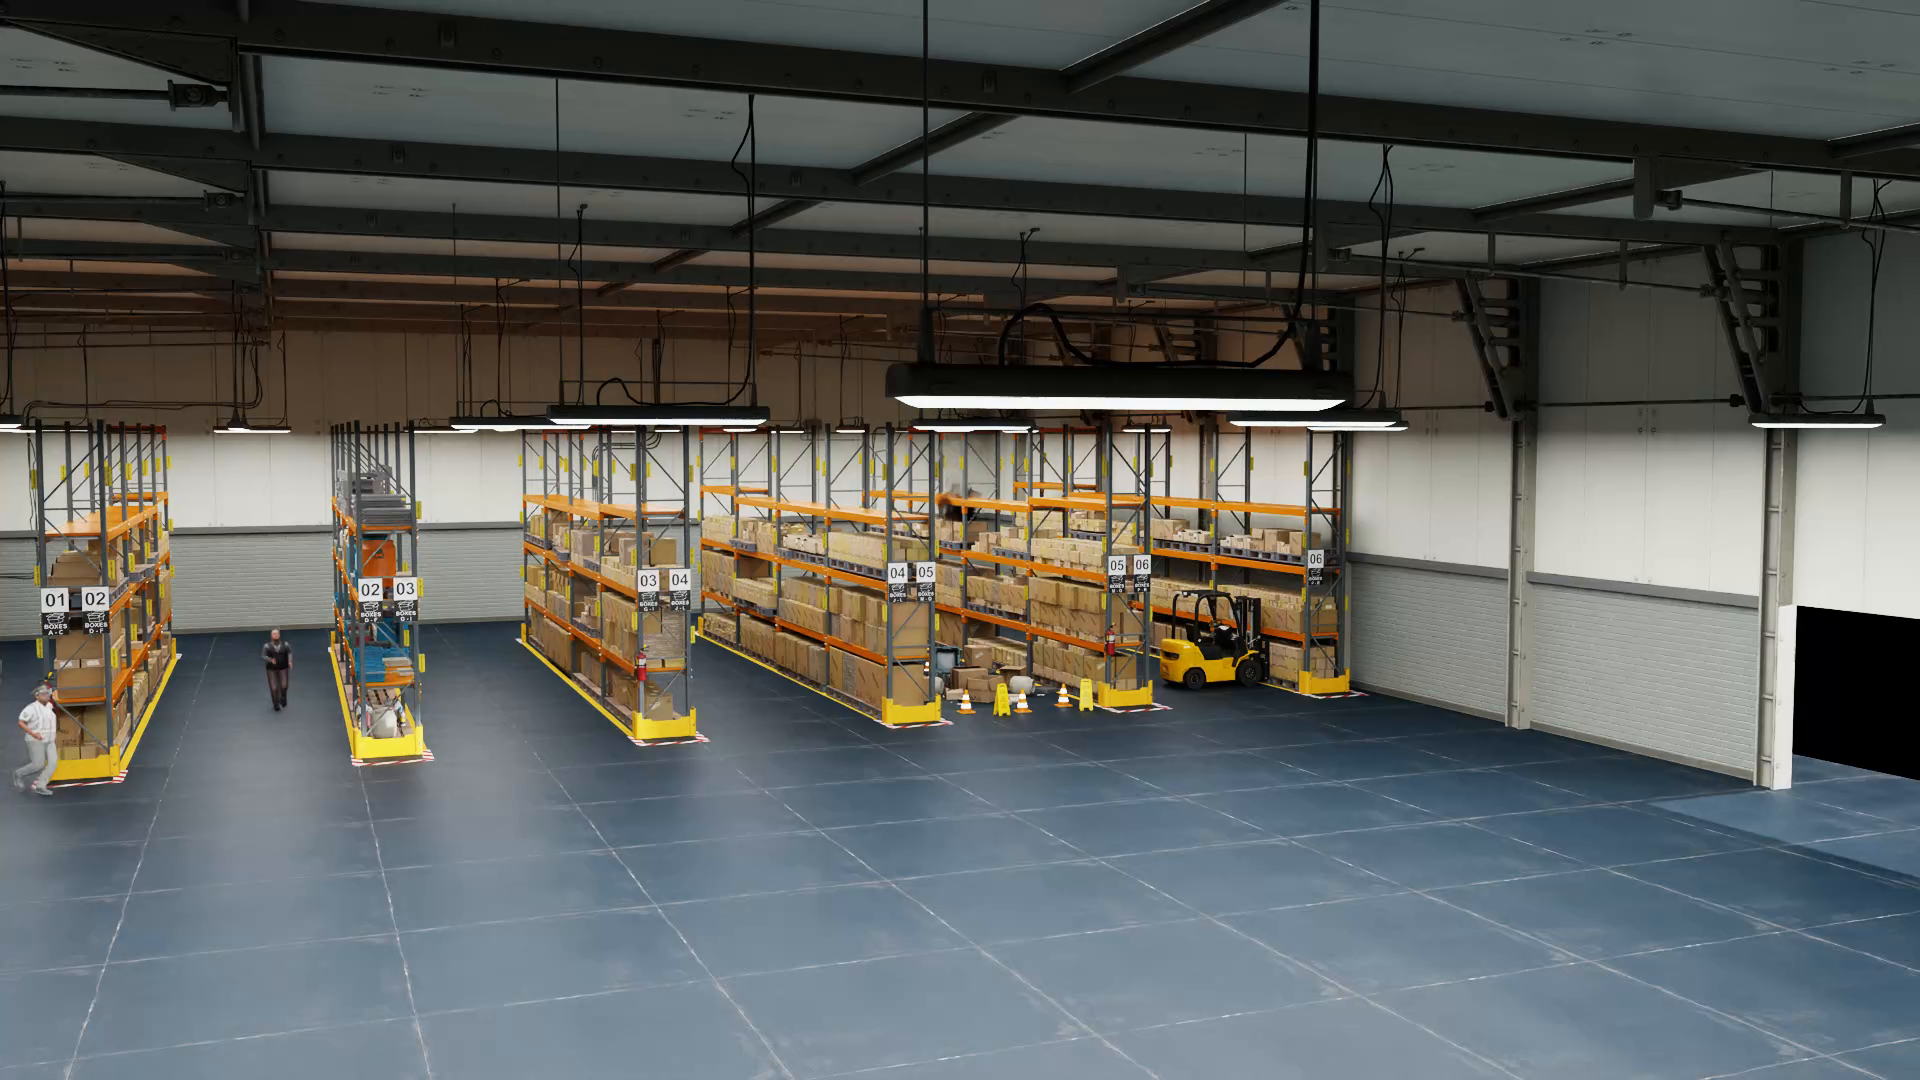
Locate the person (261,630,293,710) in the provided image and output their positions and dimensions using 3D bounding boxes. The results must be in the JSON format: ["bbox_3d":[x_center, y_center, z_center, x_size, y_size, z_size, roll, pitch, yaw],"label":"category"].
[{"bbox_3d":[-14.200,2.710,34.621,0.643,1.682,0.603,-2,4,-26],"label":"person"}]

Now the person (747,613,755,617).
[{"bbox_3d":[-6.238,1.834,49.460,0.522,1.594,0.602,2,4,34],"label":"person"}]

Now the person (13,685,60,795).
[{"bbox_3d":[-14.775,3.196,26.671,0.653,1.749,0.693,1,4,17],"label":"person"}]
